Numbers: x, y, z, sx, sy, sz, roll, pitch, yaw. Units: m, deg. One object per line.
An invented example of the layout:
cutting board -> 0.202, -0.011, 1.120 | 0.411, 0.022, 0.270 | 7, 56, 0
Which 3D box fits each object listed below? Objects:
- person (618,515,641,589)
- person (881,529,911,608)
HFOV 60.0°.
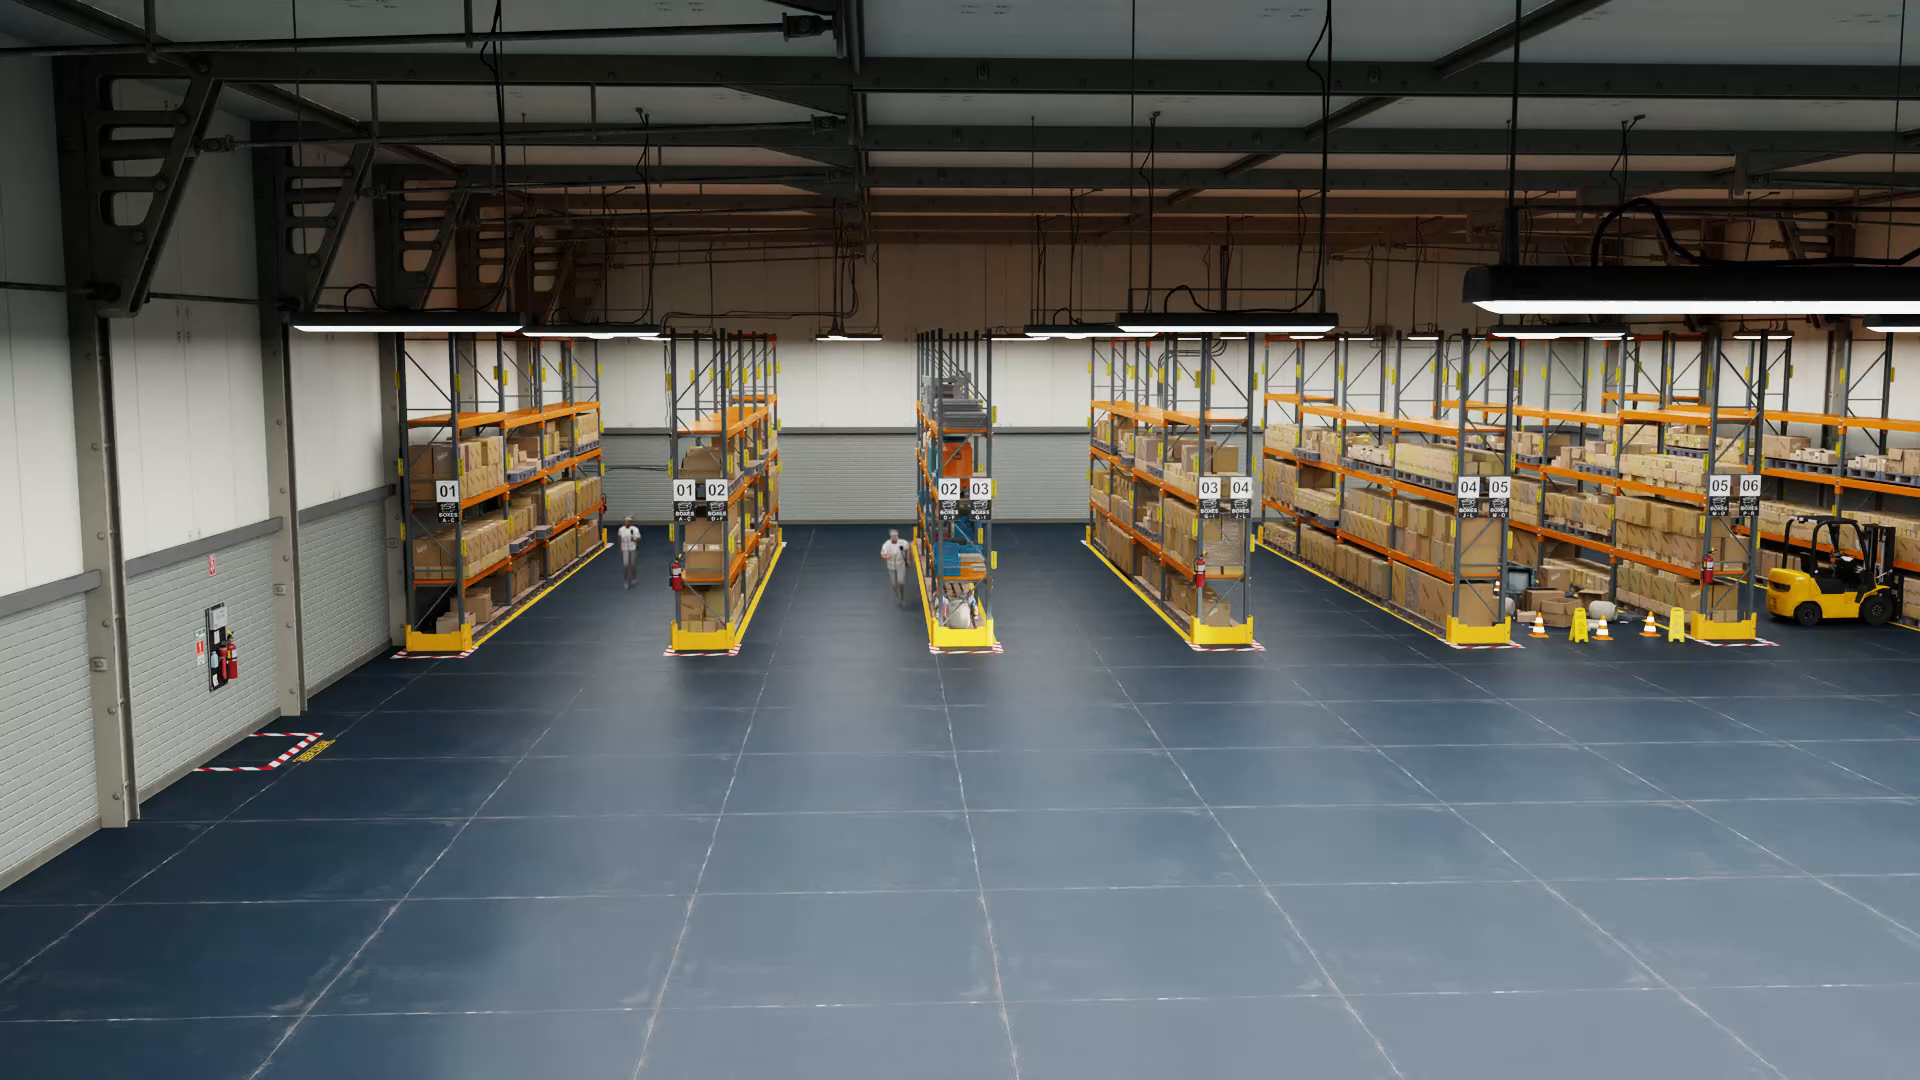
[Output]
person -> -7.791, 0.264, 39.176 | 0.582, 1.736, 0.745 | 0, 7, -2
person -> -1.394, 0.598, 36.366 | 0.597, 1.725, 0.956 | 1, 7, 11
